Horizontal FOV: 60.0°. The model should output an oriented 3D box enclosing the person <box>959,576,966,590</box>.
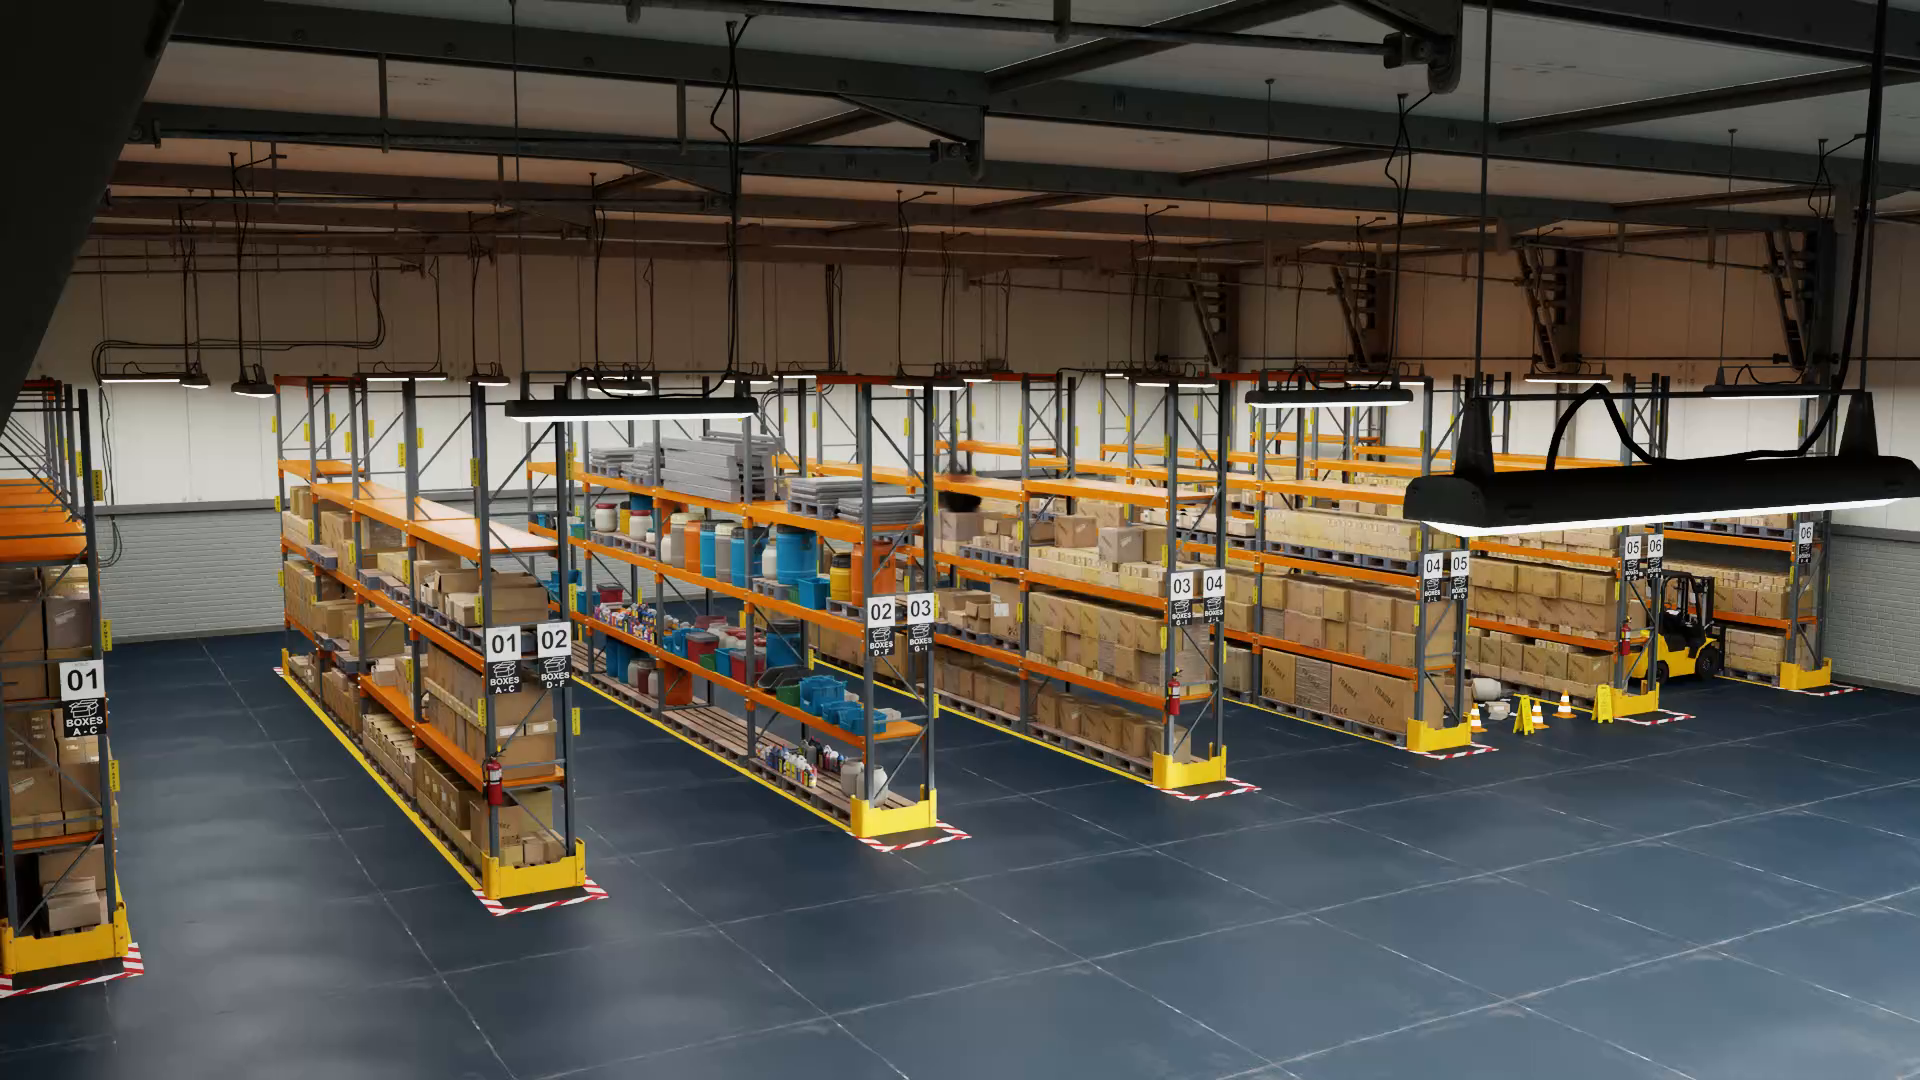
[{"bbox_3d":[0.034,0.881,42.198,0.759,1.693,0.729,0,6,2],"label":"person"}]
